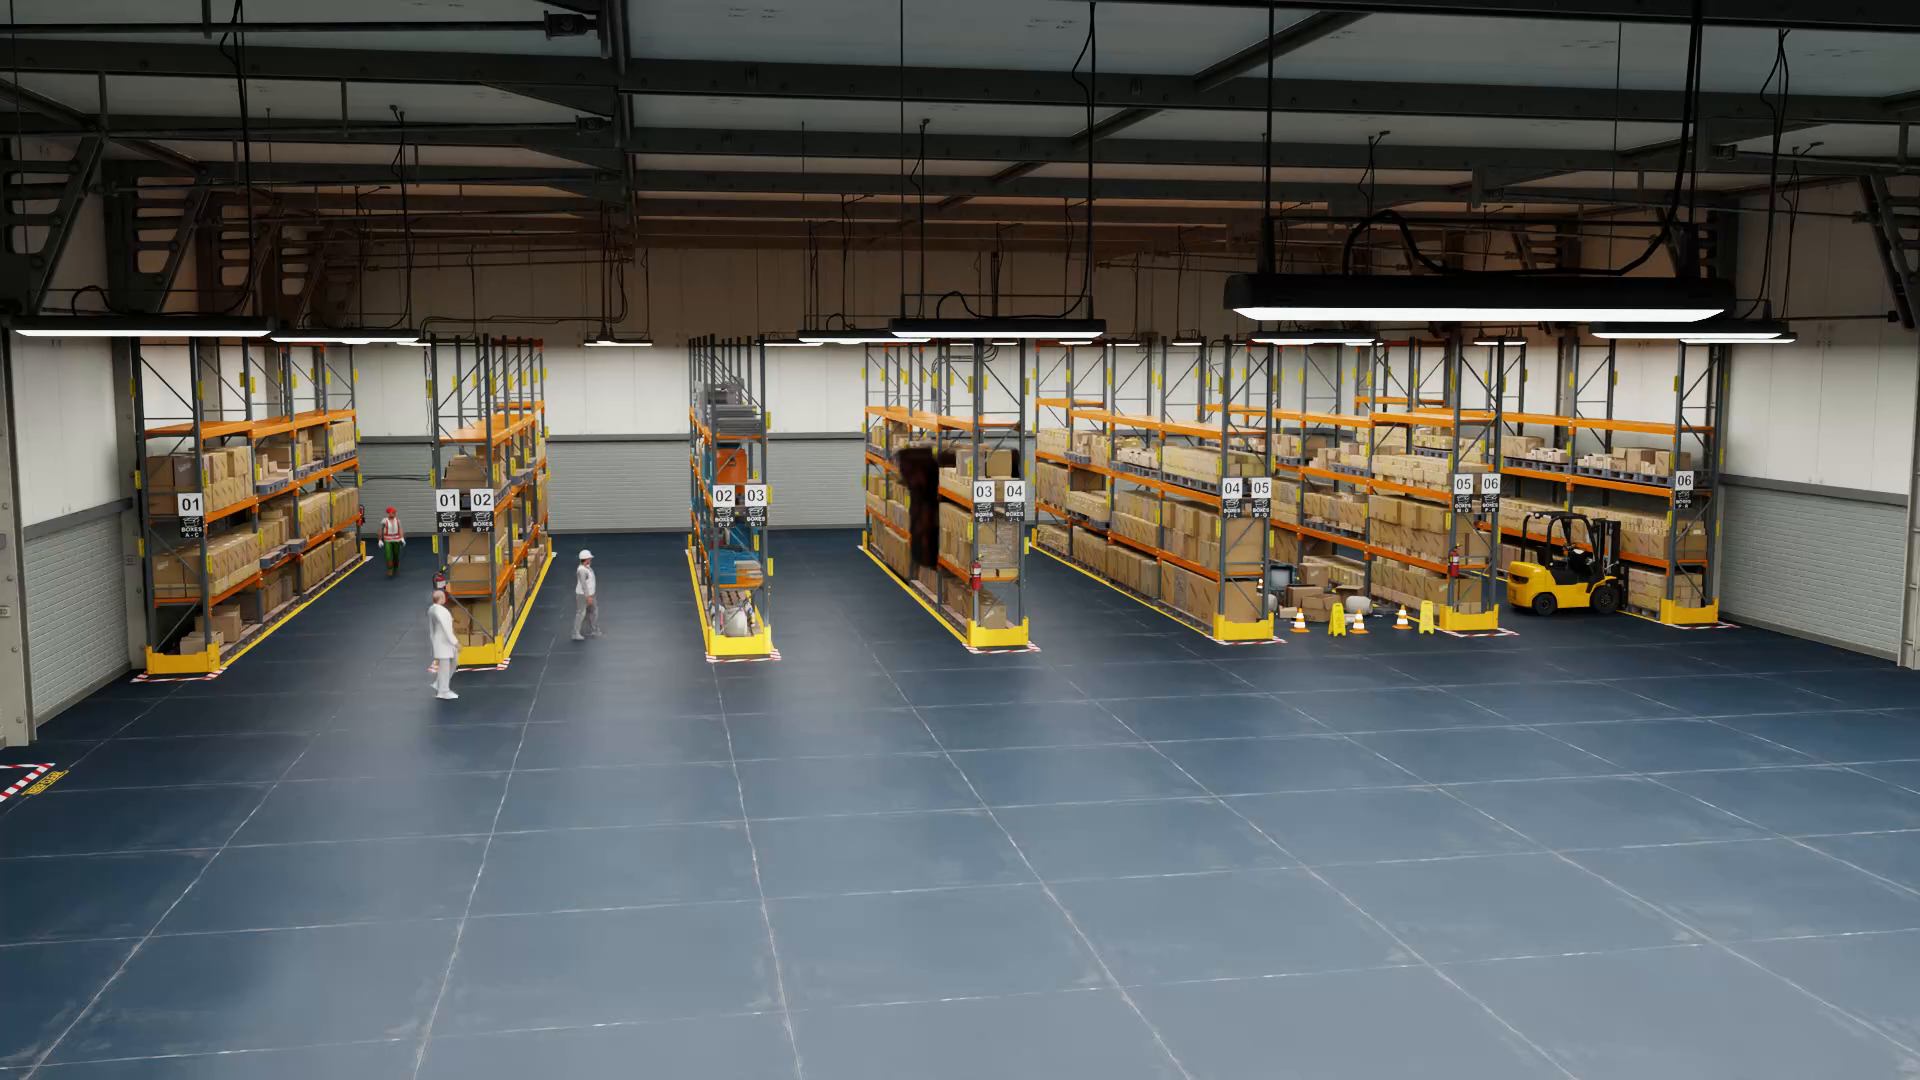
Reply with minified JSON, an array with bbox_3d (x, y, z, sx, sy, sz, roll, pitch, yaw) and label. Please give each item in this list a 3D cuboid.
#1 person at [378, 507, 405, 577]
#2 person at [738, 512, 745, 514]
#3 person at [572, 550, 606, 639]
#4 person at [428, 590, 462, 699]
[{"bbox_3d":[-14.336,0.034,41.944,0.640,1.735,1.049,-2,7,-18],"label":"person"},{"bbox_3d":[-6.393,-0.740,49.081,0.565,1.680,0.984,-3,7,-26],"label":"person"},{"bbox_3d":[-7.394,1.084,32.972,0.547,1.798,0.680,1,7,7],"label":"person"},{"bbox_3d":[-8.463,1.713,27.377,0.582,1.786,0.643,-1,7,-9],"label":"person"}]
